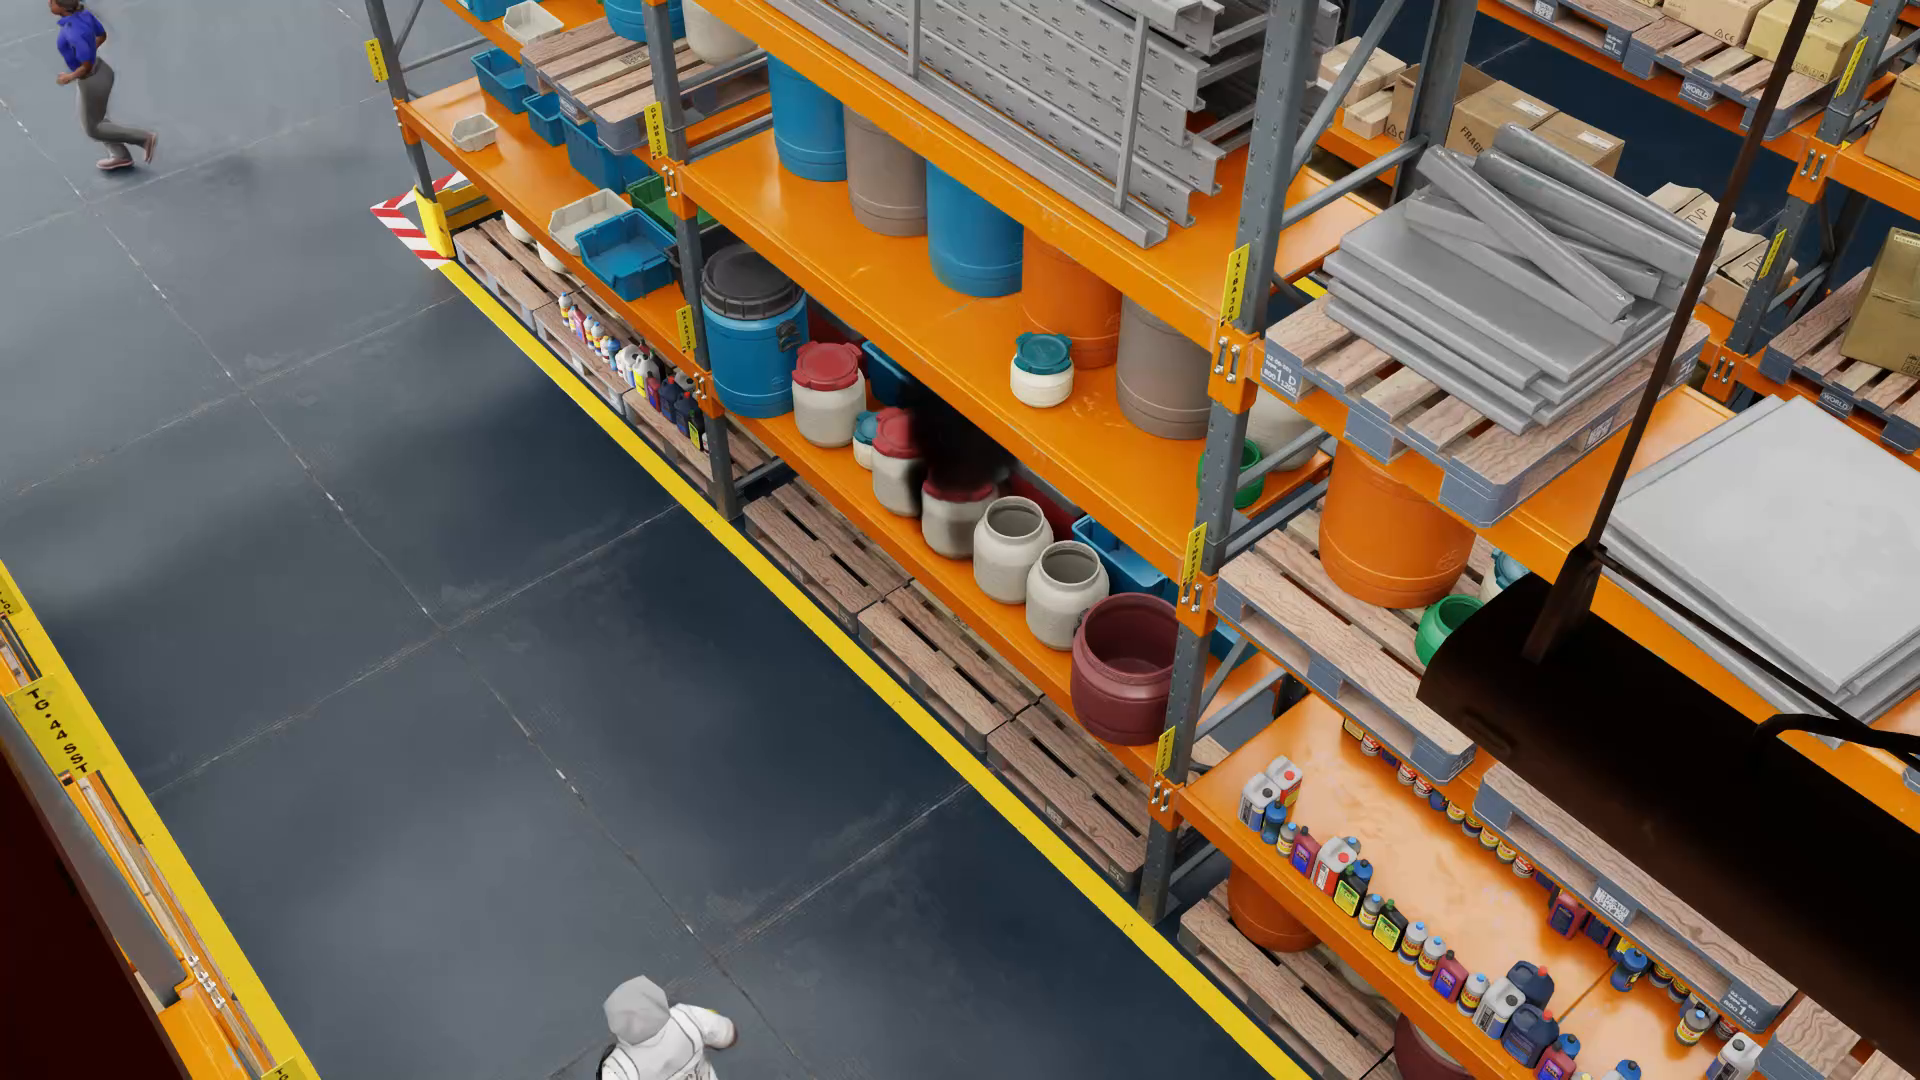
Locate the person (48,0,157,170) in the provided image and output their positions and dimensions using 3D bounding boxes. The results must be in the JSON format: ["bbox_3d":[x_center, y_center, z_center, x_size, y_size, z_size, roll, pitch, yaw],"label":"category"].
[{"bbox_3d":[-6.951,-3.706,13.392,0.558,1.604,0.575,-6,47,-5],"label":"person"}]

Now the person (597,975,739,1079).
[{"bbox_3d":[-1.223,2.422,7.099,0.686,1.795,0.881,-32,54,-27],"label":"person"}]
